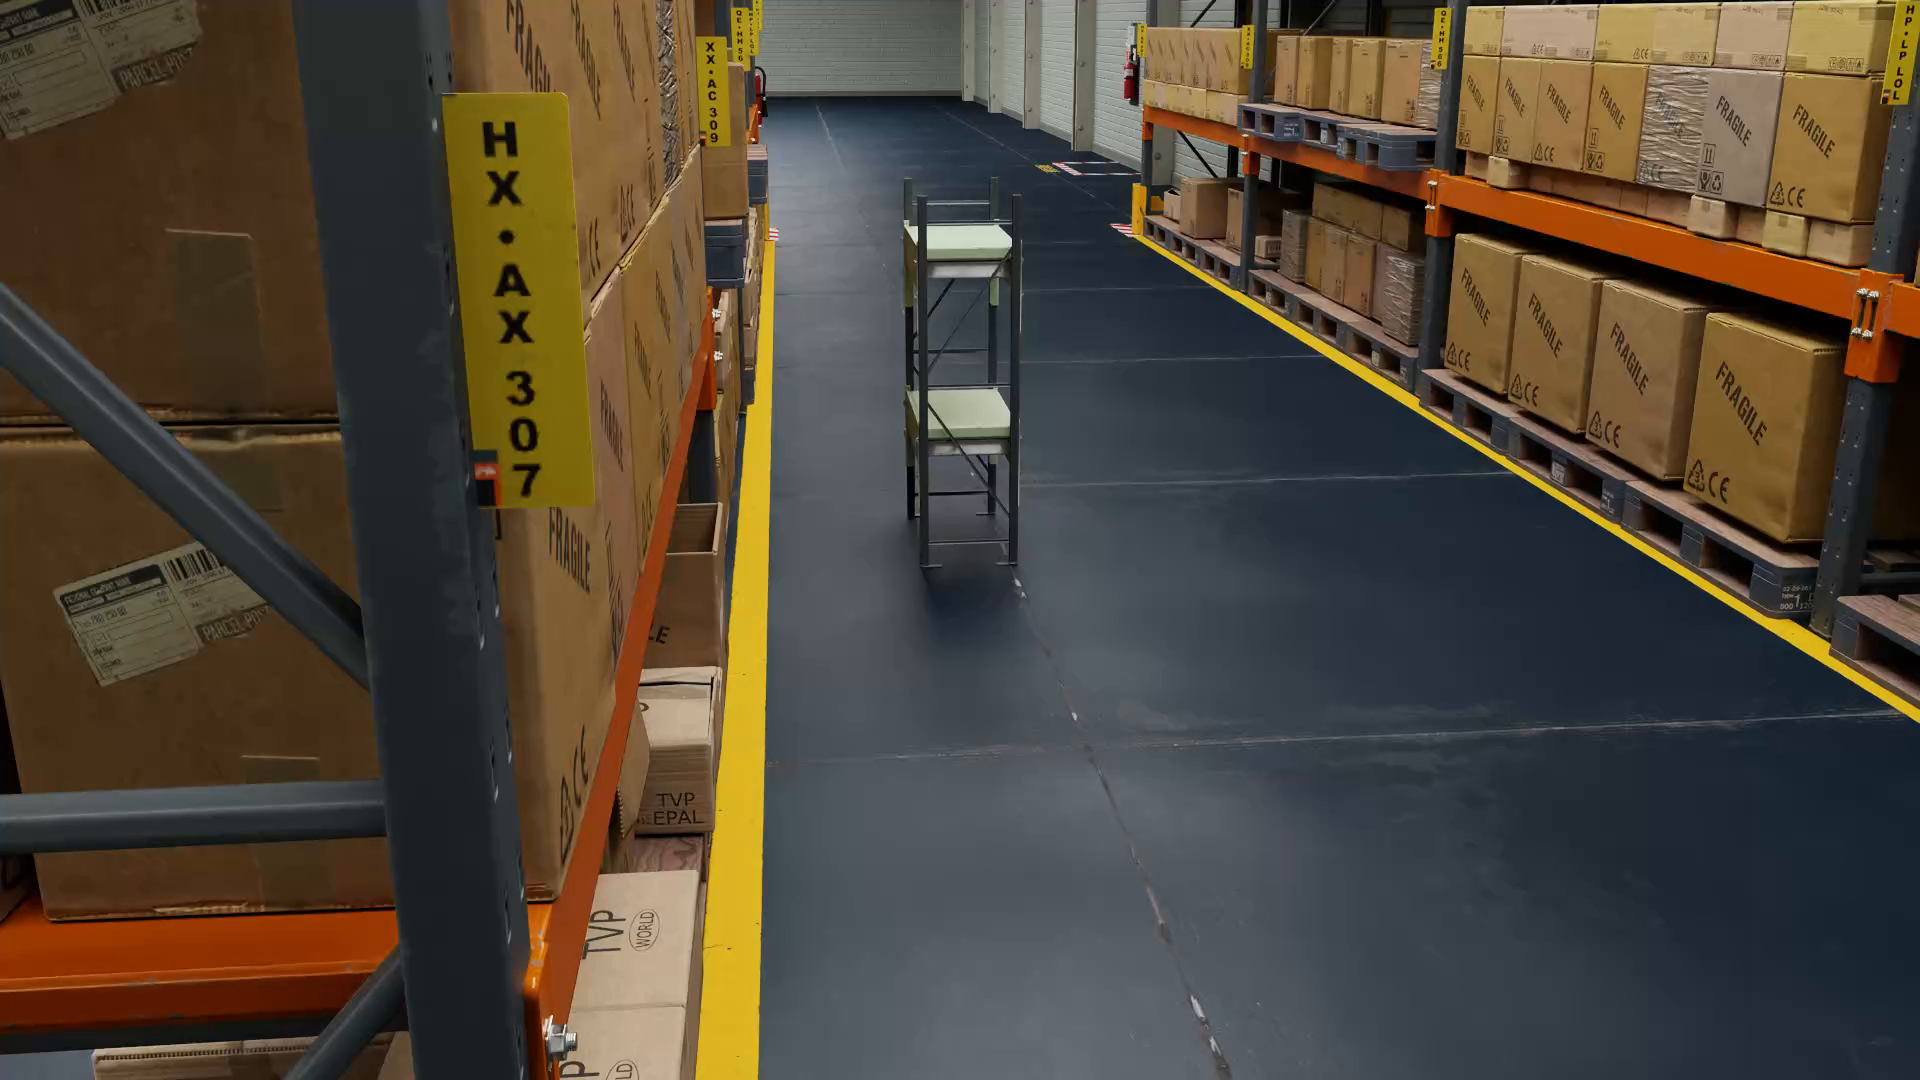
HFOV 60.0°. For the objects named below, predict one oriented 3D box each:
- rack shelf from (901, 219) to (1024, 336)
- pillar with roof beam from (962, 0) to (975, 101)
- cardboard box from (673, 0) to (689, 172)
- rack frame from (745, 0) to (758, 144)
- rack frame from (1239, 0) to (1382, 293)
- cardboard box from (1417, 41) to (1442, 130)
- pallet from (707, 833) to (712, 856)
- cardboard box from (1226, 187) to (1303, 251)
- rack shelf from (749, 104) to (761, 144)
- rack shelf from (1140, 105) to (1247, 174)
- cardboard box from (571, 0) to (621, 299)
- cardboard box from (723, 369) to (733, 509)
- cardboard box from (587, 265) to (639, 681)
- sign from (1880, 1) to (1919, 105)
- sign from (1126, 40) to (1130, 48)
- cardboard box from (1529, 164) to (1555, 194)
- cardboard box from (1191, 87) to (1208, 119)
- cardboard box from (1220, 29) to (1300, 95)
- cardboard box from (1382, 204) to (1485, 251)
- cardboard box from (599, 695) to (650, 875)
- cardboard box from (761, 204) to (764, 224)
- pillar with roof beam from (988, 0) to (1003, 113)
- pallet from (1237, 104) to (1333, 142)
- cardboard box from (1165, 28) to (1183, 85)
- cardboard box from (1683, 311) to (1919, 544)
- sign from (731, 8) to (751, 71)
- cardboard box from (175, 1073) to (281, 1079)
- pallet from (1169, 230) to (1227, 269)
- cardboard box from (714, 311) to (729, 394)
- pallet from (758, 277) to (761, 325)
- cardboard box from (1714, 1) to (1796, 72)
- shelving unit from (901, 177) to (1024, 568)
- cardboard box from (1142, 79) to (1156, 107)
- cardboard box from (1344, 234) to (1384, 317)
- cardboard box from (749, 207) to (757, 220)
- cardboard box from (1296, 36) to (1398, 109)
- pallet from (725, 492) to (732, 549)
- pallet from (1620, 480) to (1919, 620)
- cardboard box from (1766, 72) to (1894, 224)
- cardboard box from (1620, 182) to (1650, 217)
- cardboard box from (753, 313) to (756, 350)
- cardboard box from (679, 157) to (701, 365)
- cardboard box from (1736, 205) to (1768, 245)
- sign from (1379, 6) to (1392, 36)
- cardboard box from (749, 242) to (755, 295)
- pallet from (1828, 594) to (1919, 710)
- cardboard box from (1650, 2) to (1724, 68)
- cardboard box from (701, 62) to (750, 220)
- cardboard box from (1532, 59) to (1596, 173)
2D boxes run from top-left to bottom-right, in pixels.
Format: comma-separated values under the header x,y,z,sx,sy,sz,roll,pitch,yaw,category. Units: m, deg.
x,y,z,sx,sy,sz,roll,pitch,yaw,category
-0.001,-1.090,6.842,0.431,0.370,0.720,-2,18,-6,rack shelf
-4.055,-16.159,43.624,9.100,9.000,0.400,-2,18,-6,pillar with roof beam
-0.935,-1.174,4.072,0.500,0.500,0.500,-2,18,-7,cardboard box
-2.538,-4.519,16.565,1.000,3.000,0.127,-2,18,-6,rack frame
2.802,-3.482,13.260,1.000,3.000,0.127,-2,18,-6,rack frame
3.156,-2.687,9.828,0.700,0.500,0.500,-4,18,-12,cardboard box
-1.230,0.591,4.943,1.003,0.211,1.213,-2,18,-6,pallet
2.655,-2.807,14.550,0.500,0.500,0.500,-3,18,-10,cardboard box
-2.331,-3.580,14.775,1.077,0.370,4.000,-2,18,-6,rack shelf
2.595,-3.735,15.266,1.077,0.370,4.000,-2,18,-6,rack shelf
-0.732,-0.573,2.159,0.500,0.500,0.500,-2,18,-5,cardboard box
-1.218,-0.421,6.949,0.500,0.500,0.500,-2,17,-5,cardboard box
-0.729,-0.094,2.302,0.500,0.500,0.500,-2,18,-6,cardboard box
3.088,-1.593,5.444,0.100,0.325,0.005,-2,18,-6,sign
2.523,-7.453,24.965,0.001,0.109,0.331,-2,18,-6,sign
3.127,-1.846,8.436,0.380,0.149,0.250,-2,18,-6,cardboard box
2.341,-3.850,14.649,0.500,0.250,0.500,-2,18,-6,cardboard box
2.445,-3.909,13.585,0.500,0.500,0.500,-2,18,-6,cardboard box
3.092,-2.050,10.885,0.500,0.250,0.500,-1,17,-5,cardboard box
-1.101,0.596,3.703,0.797,0.503,0.637,-2,18,-6,cardboard box
-1.965,-3.020,14.425,0.500,0.500,0.500,-2,18,-6,cardboard box
-3.436,-14.371,37.930,9.100,9.000,0.400,-2,18,-6,pillar with roof beam
2.736,-3.158,12.549,1.003,0.211,1.213,-2,18,-6,pallet
2.228,-4.516,15.520,0.500,0.500,0.500,-2,18,-7,cardboard box
3.430,-0.463,6.531,0.750,0.750,0.750,-2,17,-5,cardboard box
-1.174,-2.670,8.874,0.100,0.325,0.005,-2,18,-6,sign
-1.189,1.076,2.181,0.500,0.500,0.500,-2,18,-6,cardboard box
2.568,-2.715,15.472,1.003,0.211,1.213,-2,18,-6,pallet
-1.211,-0.769,6.805,0.500,0.250,0.500,-2,18,-6,cardboard box
-2.010,-1.779,12.491,1.003,0.211,1.213,-2,18,-6,pallet
3.281,-1.939,6.397,0.500,0.250,0.500,-1,17,-4,cardboard box
-0.001,-0.718,6.959,0.431,1.500,0.755,-2,18,-6,shelving unit
2.124,-4.456,16.581,0.500,0.250,0.500,-2,18,-7,cardboard box
3.071,-1.825,11.420,0.700,0.500,0.500,-2,18,-6,cardboard box
-1.798,-2.372,12.678,0.500,0.311,0.500,-2,18,-6,cardboard box
2.871,-3.420,12.162,0.700,0.500,0.500,0,17,0,cardboard box
-1.551,-0.219,7.523,1.003,0.211,1.213,-2,18,-6,pallet
3.472,0.004,6.811,1.003,0.211,1.213,-2,18,-6,pallet
3.329,-1.427,6.019,0.500,0.500,0.500,-2,18,-7,cardboard box
3.207,-1.539,7.459,0.380,0.149,0.250,-1,17,-4,cardboard box
-1.527,-1.339,10.325,0.500,0.250,0.500,-2,18,-7,cardboard box
-0.939,-0.697,4.224,0.500,0.500,0.500,-1,17,-4,cardboard box
3.279,-1.233,6.483,0.380,0.149,0.250,-1,17,-4,cardboard box
3.353,-4.053,13.145,0.100,0.325,0.005,-2,18,-6,sign
-1.587,-1.765,10.746,0.500,0.311,0.500,-2,18,-7,cardboard box
3.627,0.461,5.356,1.003,0.211,1.213,-2,18,-6,pallet
3.228,-2.091,6.881,0.500,0.250,0.500,-1,17,-5,cardboard box
-1.126,-1.340,5.571,0.700,0.500,0.500,-8,19,-24,cardboard box
3.105,-2.032,7.946,0.500,0.500,0.500,-2,18,-6,cardboard box
